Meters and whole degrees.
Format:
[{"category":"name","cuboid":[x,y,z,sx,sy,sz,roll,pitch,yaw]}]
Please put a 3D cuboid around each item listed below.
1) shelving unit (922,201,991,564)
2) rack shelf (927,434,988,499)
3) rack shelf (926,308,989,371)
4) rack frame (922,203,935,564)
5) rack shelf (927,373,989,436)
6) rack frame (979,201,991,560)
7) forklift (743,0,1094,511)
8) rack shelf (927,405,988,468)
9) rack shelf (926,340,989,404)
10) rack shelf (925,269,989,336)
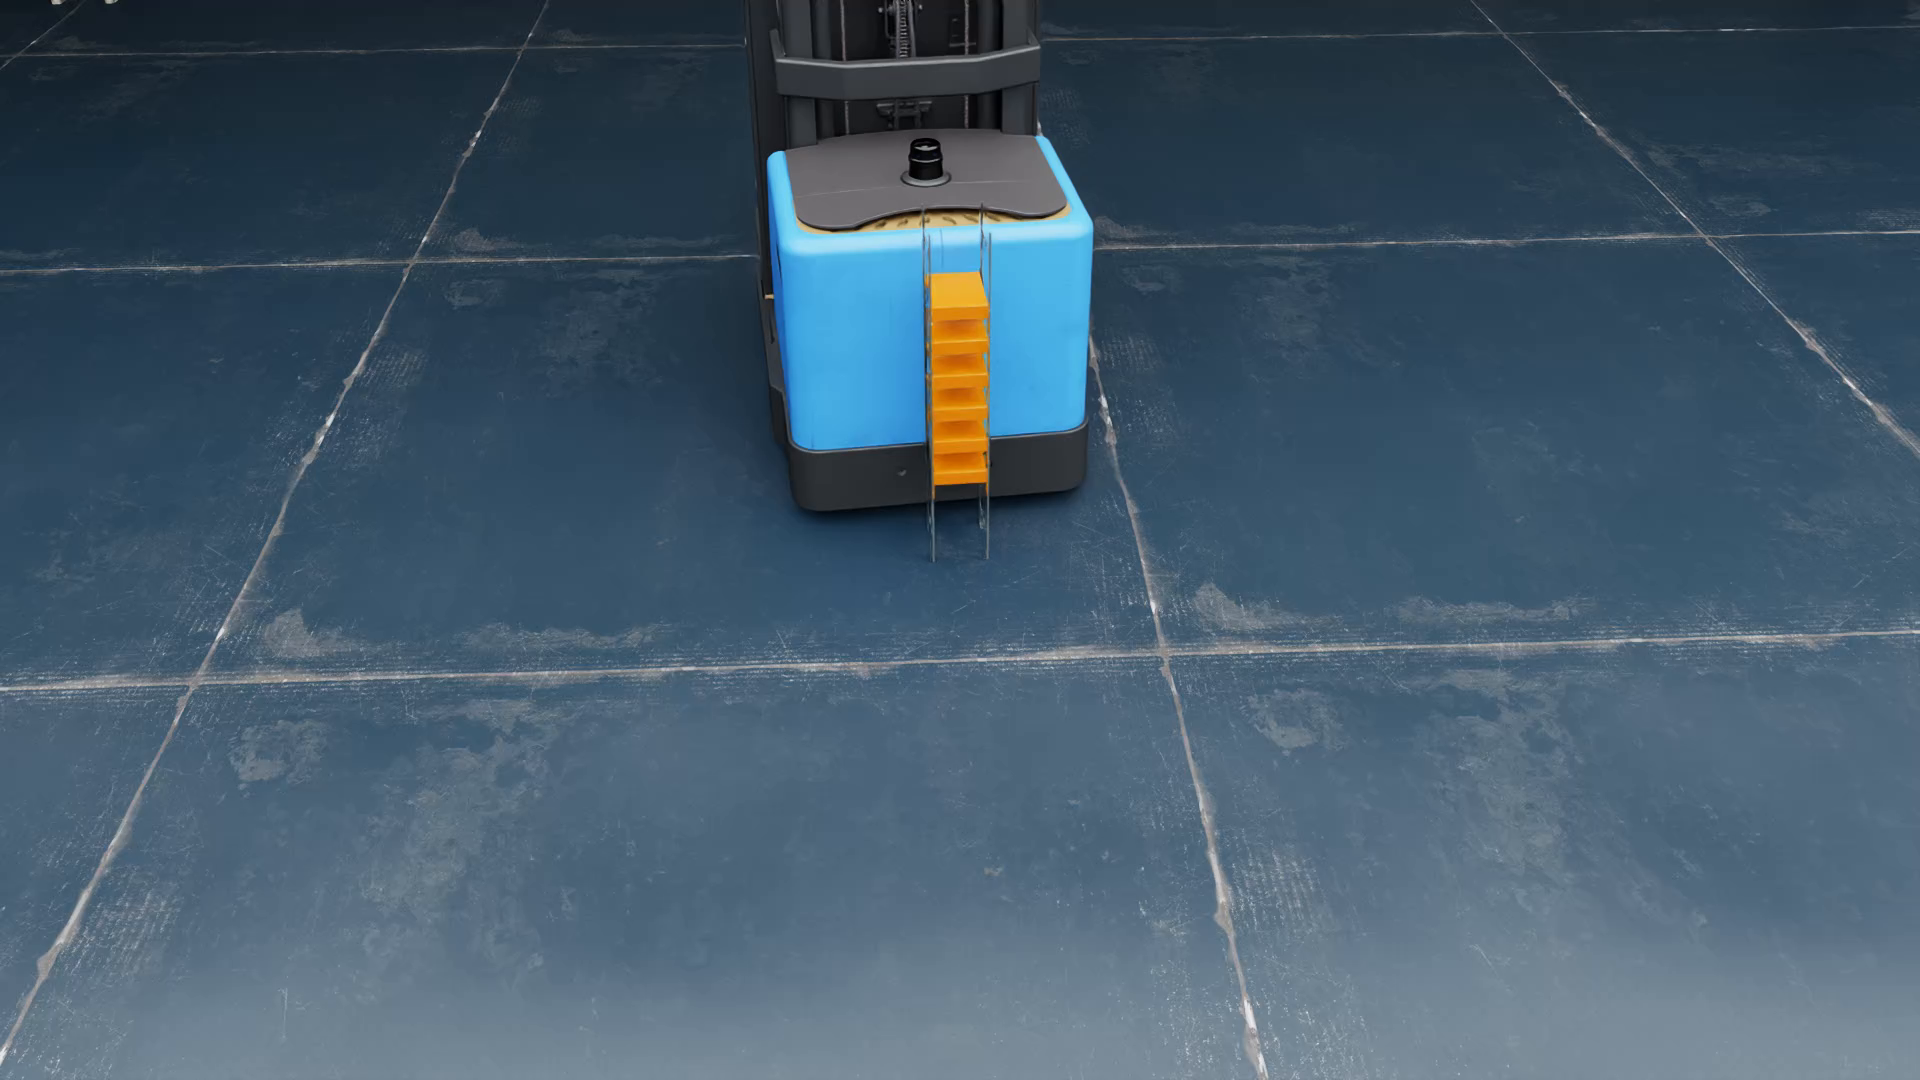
[{"category":"shelving unit","cuboid":[-0.011,-0.487,5.399,0.189,1.200,0.258,-4,35,-5]},{"category":"rack shelf","cuboid":[-0.011,-0.253,5.561,0.180,0.103,0.258,-4,35,-5]},{"category":"rack shelf","cuboid":[-0.012,-0.648,5.287,0.180,0.103,0.258,-4,35,-5]},{"category":"rack frame","cuboid":[-0.102,-0.481,5.391,0.006,1.200,0.240,-4,35,-5]},{"category":"rack shelf","cuboid":[-0.011,-0.450,5.424,0.180,0.103,0.258,-4,35,-5]},{"category":"rack frame","cuboid":[0.080,-0.492,5.406,0.006,1.200,0.240,-4,35,-5]},{"category":"forklift","cuboid":[-0.285,-2.133,6.257,1.130,2.935,3.031,-5,35,-7]},{"category":"rack shelf","cuboid":[-0.011,-0.352,5.492,0.180,0.103,0.258,-4,35,-5]},{"category":"rack shelf","cuboid":[-0.011,-0.549,5.356,0.180,0.103,0.258,-4,35,-5]},{"category":"rack shelf","cuboid":[-0.012,-0.746,5.219,0.180,0.103,0.258,-4,35,-5]}]
